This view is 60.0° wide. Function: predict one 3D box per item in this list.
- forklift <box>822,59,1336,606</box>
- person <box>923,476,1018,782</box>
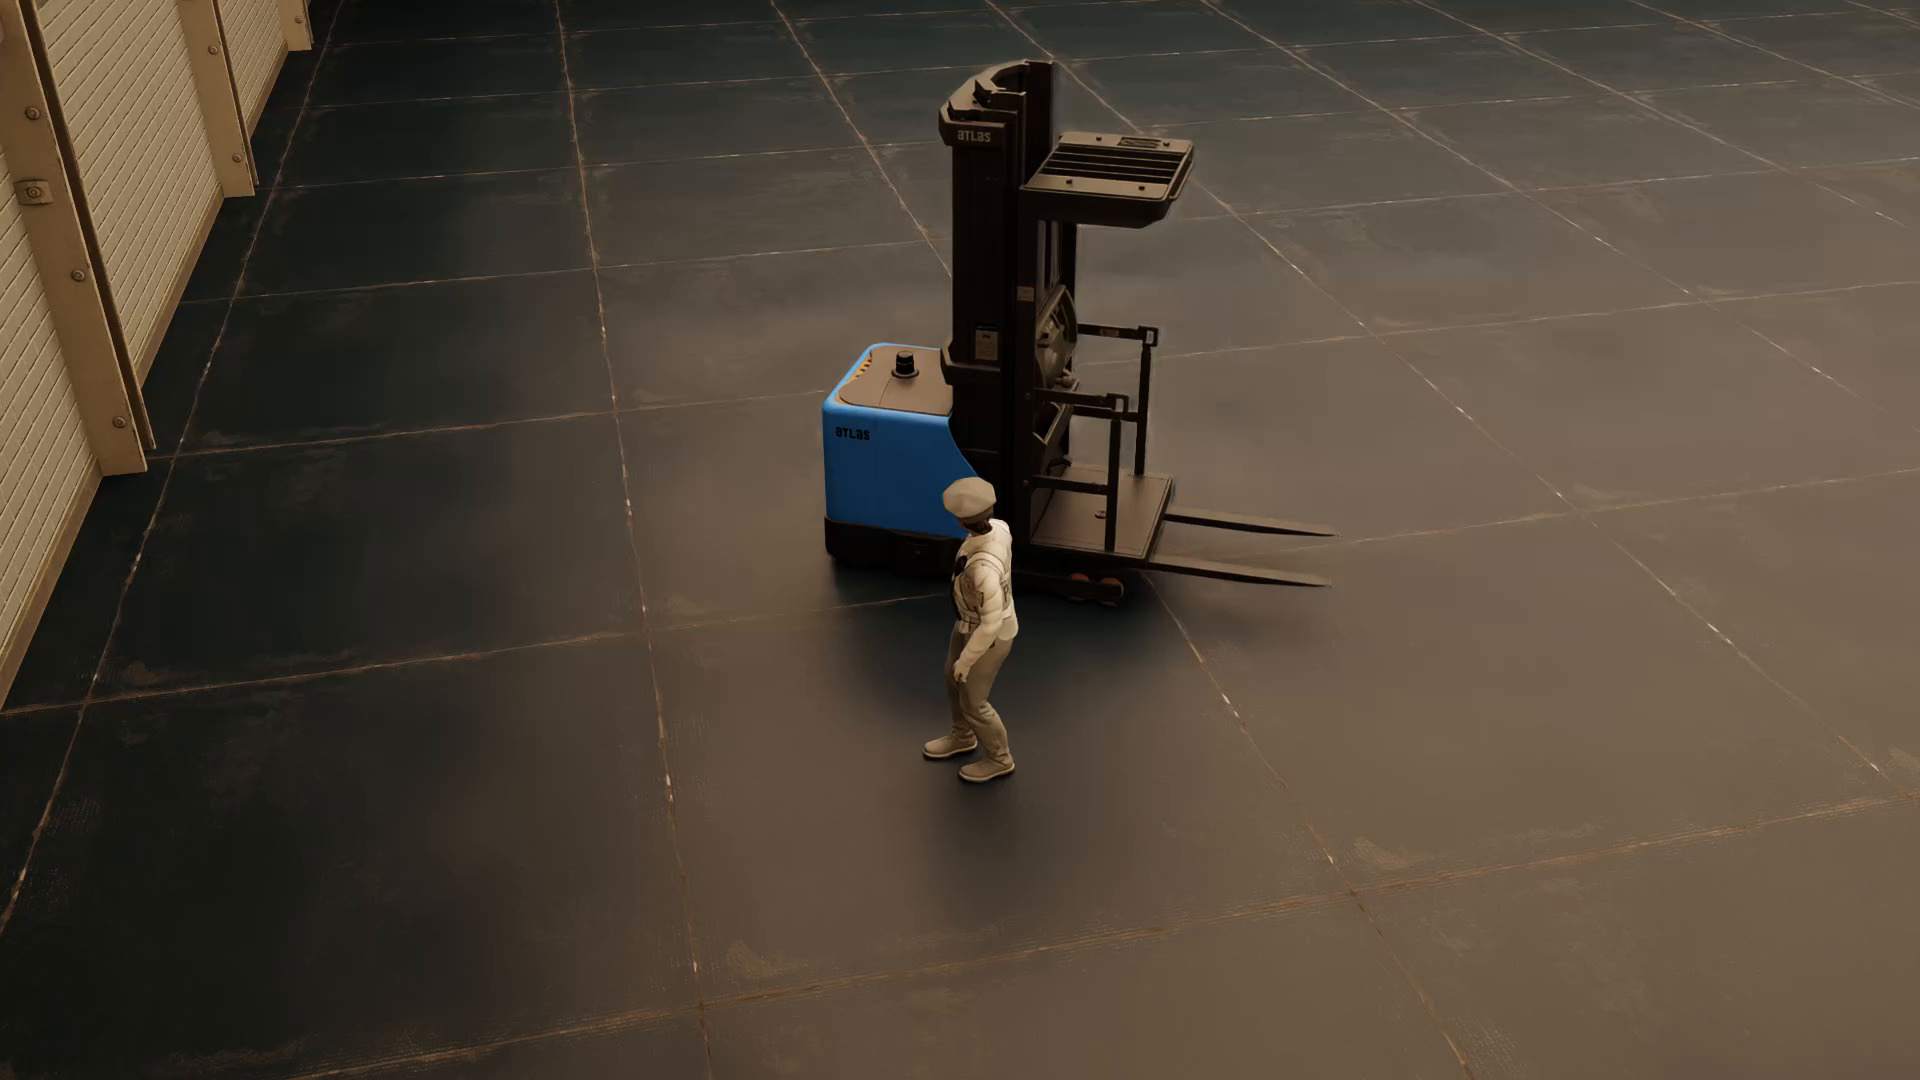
[{"bbox_3d":[0.746,-1.174,9.602,3.031,2.935,1.130,8,31,13],"label":"forklift"},{"bbox_3d":[0.049,0.458,8.065,0.467,1.653,0.687,-2,30,-3],"label":"person"}]
